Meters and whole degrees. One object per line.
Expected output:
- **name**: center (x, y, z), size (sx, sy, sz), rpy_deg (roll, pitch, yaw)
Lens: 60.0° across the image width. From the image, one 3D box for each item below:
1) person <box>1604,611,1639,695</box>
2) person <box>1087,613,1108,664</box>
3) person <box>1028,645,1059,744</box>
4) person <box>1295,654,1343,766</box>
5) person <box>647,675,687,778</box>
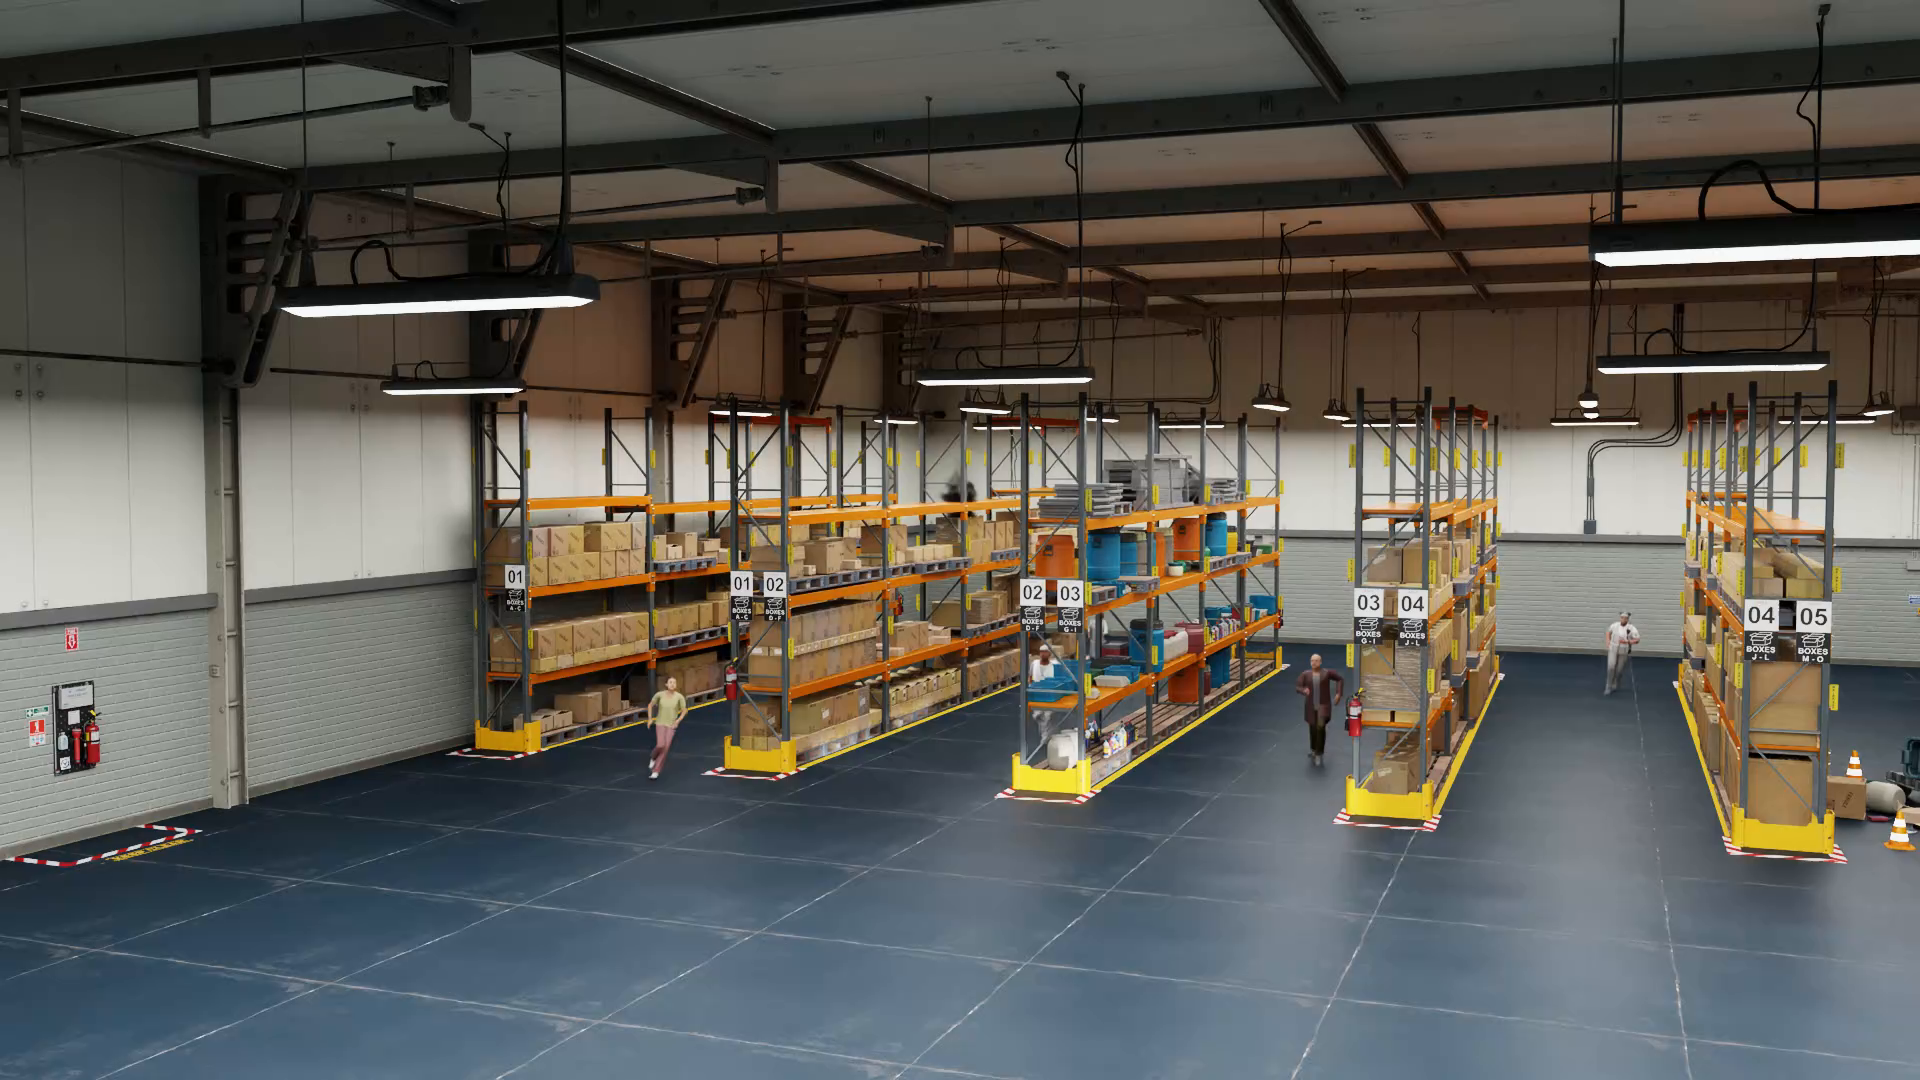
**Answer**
- **person**: center (14.166, 2.406, 35.577), size (0.679, 1.803, 0.892), rpy_deg (1, 3, 27)
- **person**: center (3.106, 2.370, 37.697), size (0.507, 1.628, 0.692), rpy_deg (1, 3, 13)
- **person**: center (1.492, 2.714, 29.308), size (0.688, 1.735, 0.599), rpy_deg (1, 3, 16)
- **person**: center (5.912, 2.787, 27.388), size (0.730, 1.826, 0.970), rpy_deg (1, 3, 24)
- **person**: center (-4.586, 2.929, 26.087), size (0.613, 1.596, 0.515), rpy_deg (-1, 3, -14)
